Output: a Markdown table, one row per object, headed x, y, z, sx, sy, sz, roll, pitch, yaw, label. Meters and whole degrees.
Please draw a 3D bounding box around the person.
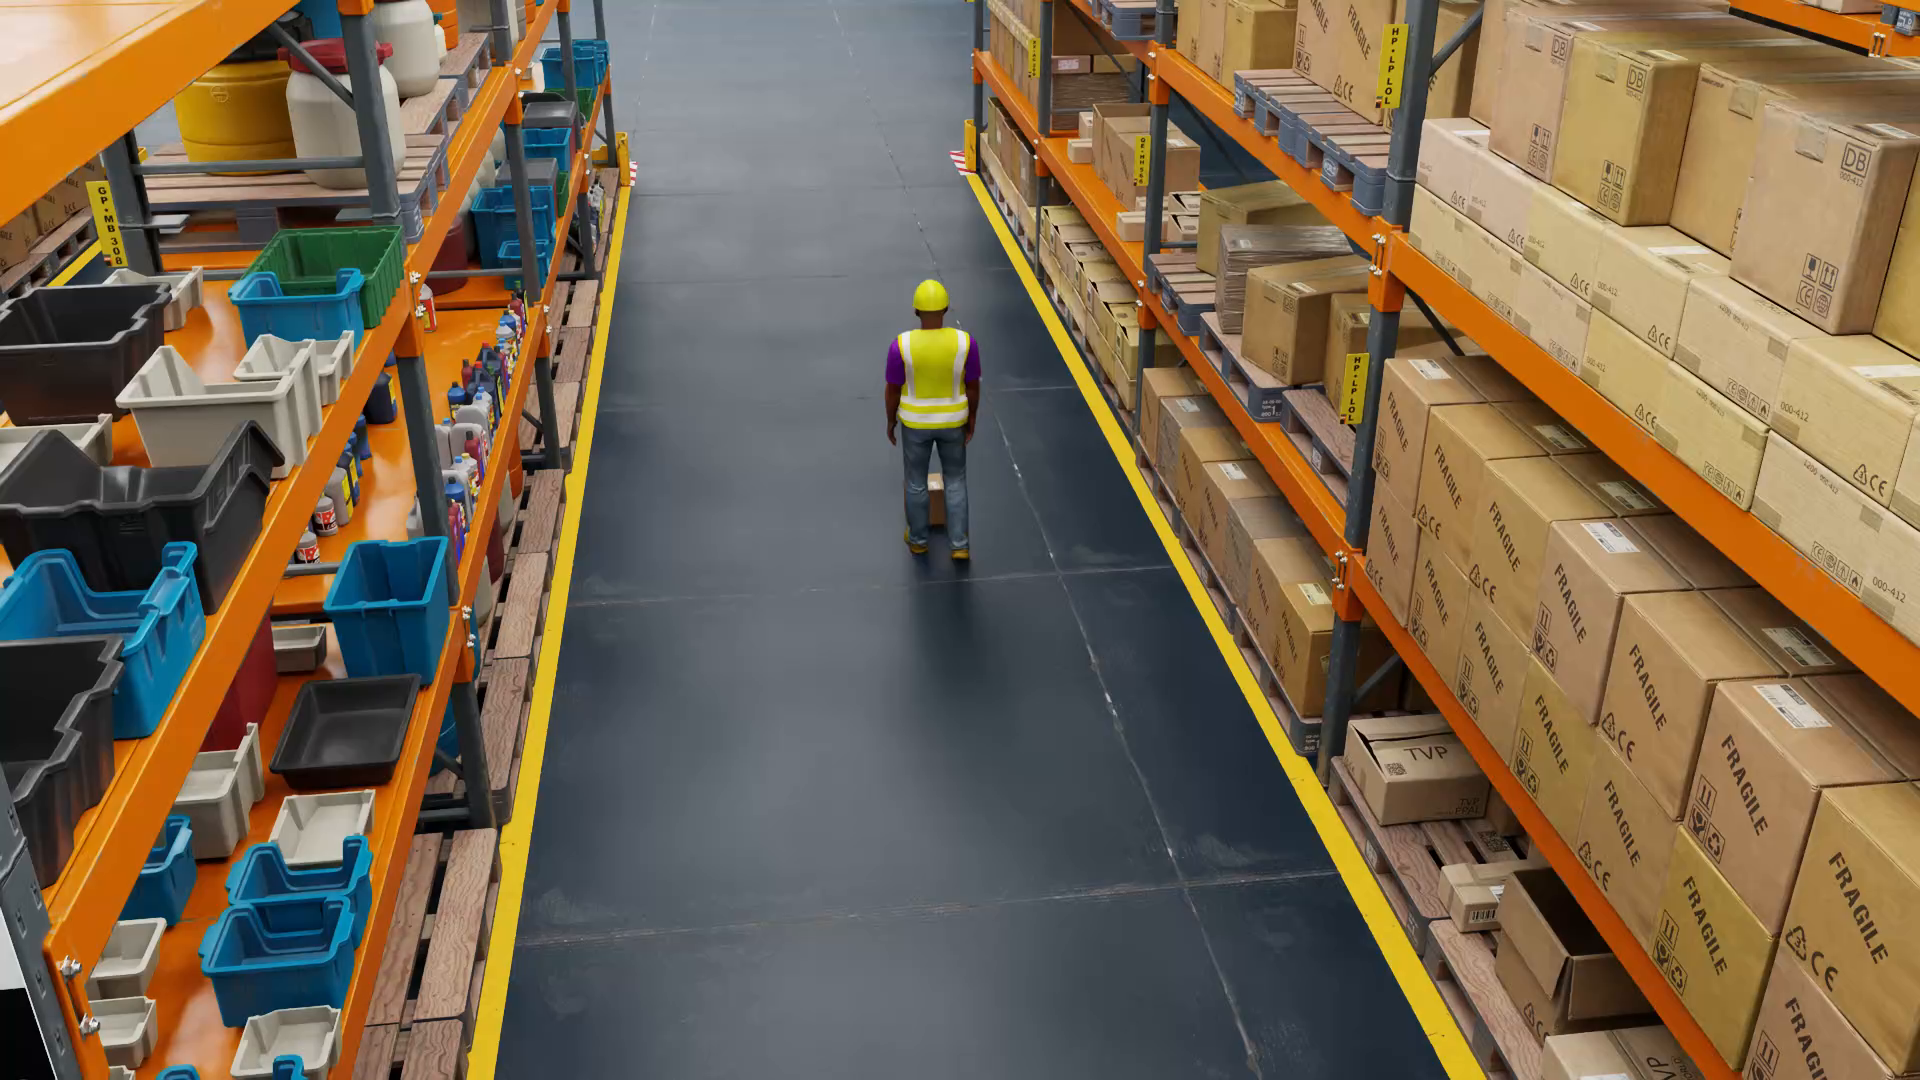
| x | y | z | sx | sy | sz | roll | pitch | yaw | label |
| --- | --- | --- | --- | --- | --- | --- | --- | --- | --- |
| -0.168 | -0.672 | 10.043 | 0.570 | 1.810 | 0.490 | -3 | 27 | -6 | person |
